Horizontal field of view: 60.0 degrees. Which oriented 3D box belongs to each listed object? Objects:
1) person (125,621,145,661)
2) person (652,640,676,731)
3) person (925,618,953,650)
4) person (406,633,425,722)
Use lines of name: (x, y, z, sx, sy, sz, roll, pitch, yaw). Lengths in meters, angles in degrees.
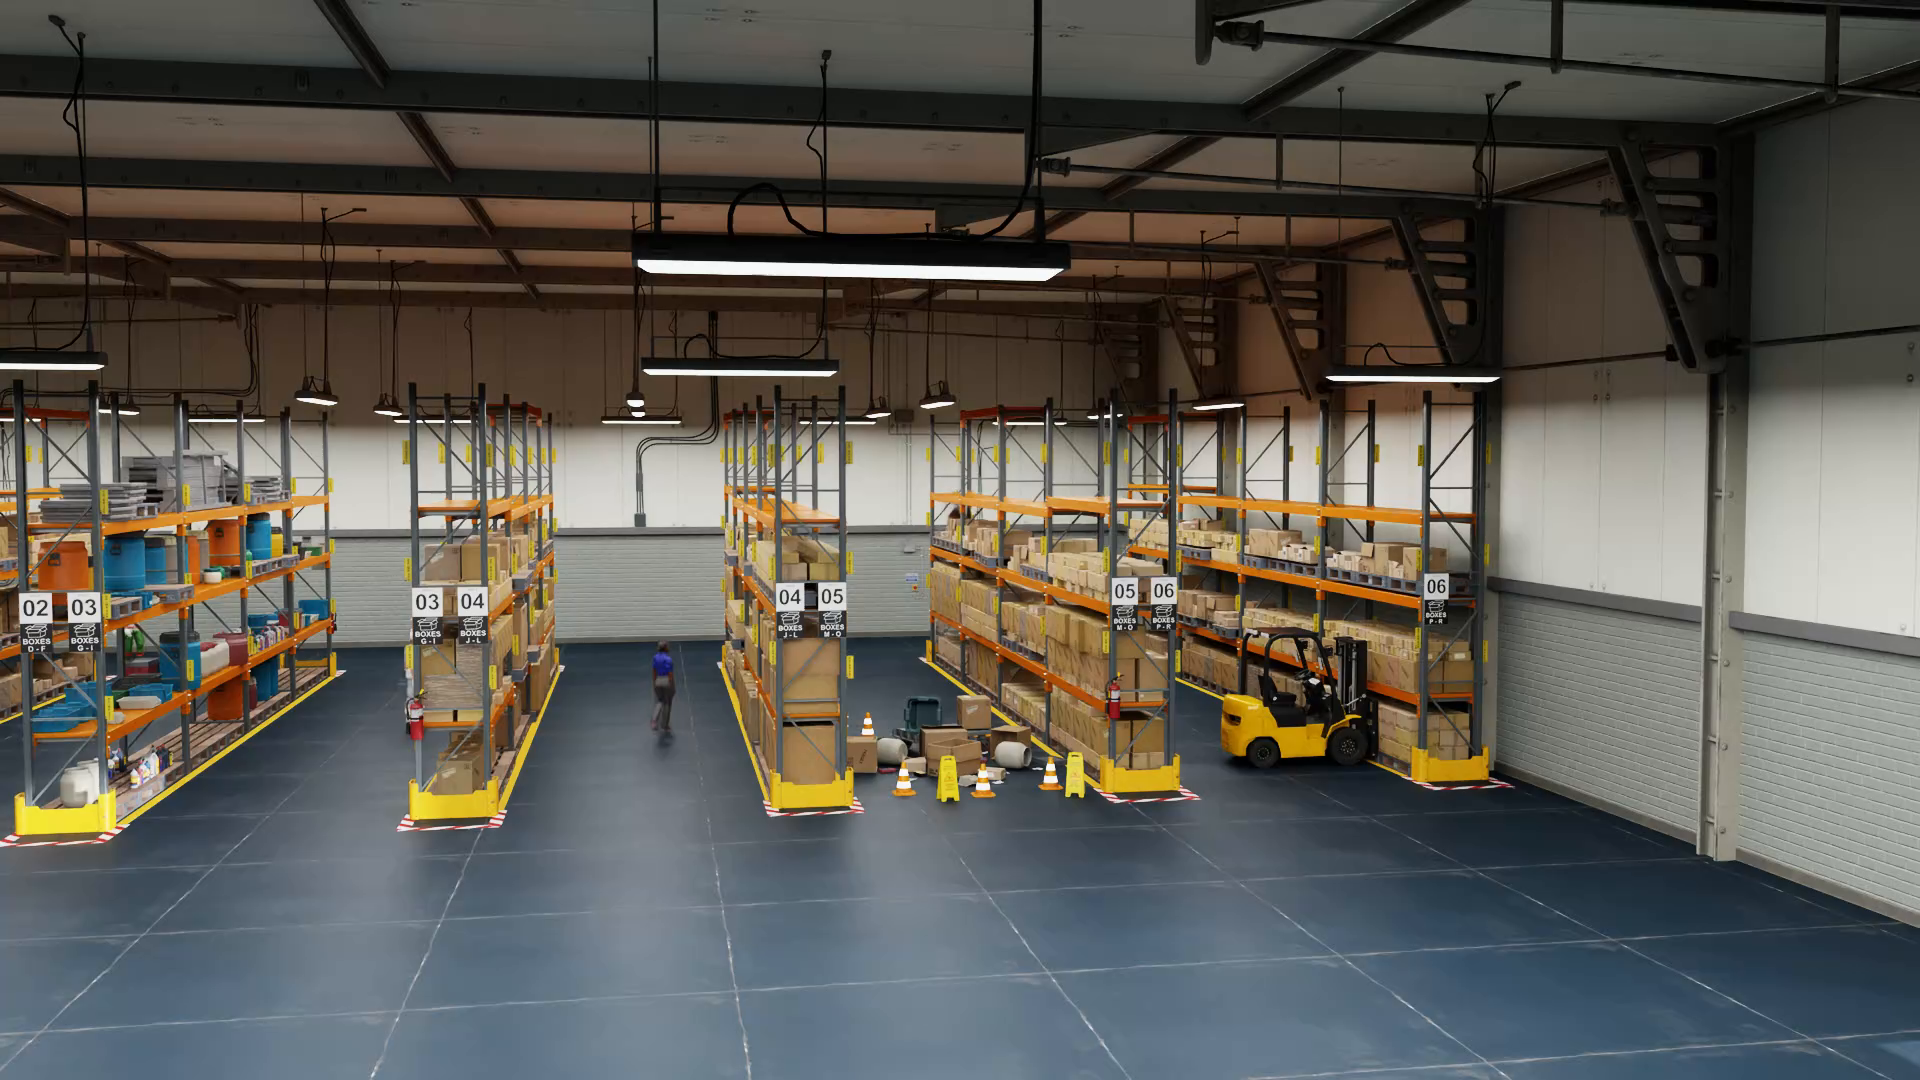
person: (-19.338, 2.128, 38.841, 0.507, 1.761, 0.919, -2, 4, -39)
person: (-5.371, 2.637, 30.096, 0.457, 1.650, 0.466, 1, 3, 24)
person: (-0.469, 1.994, 42.501, 0.855, 1.674, 0.579, -1, 3, -17)
person: (-9.906, 2.562, 30.578, 0.582, 1.784, 0.587, 1, 3, 12)
